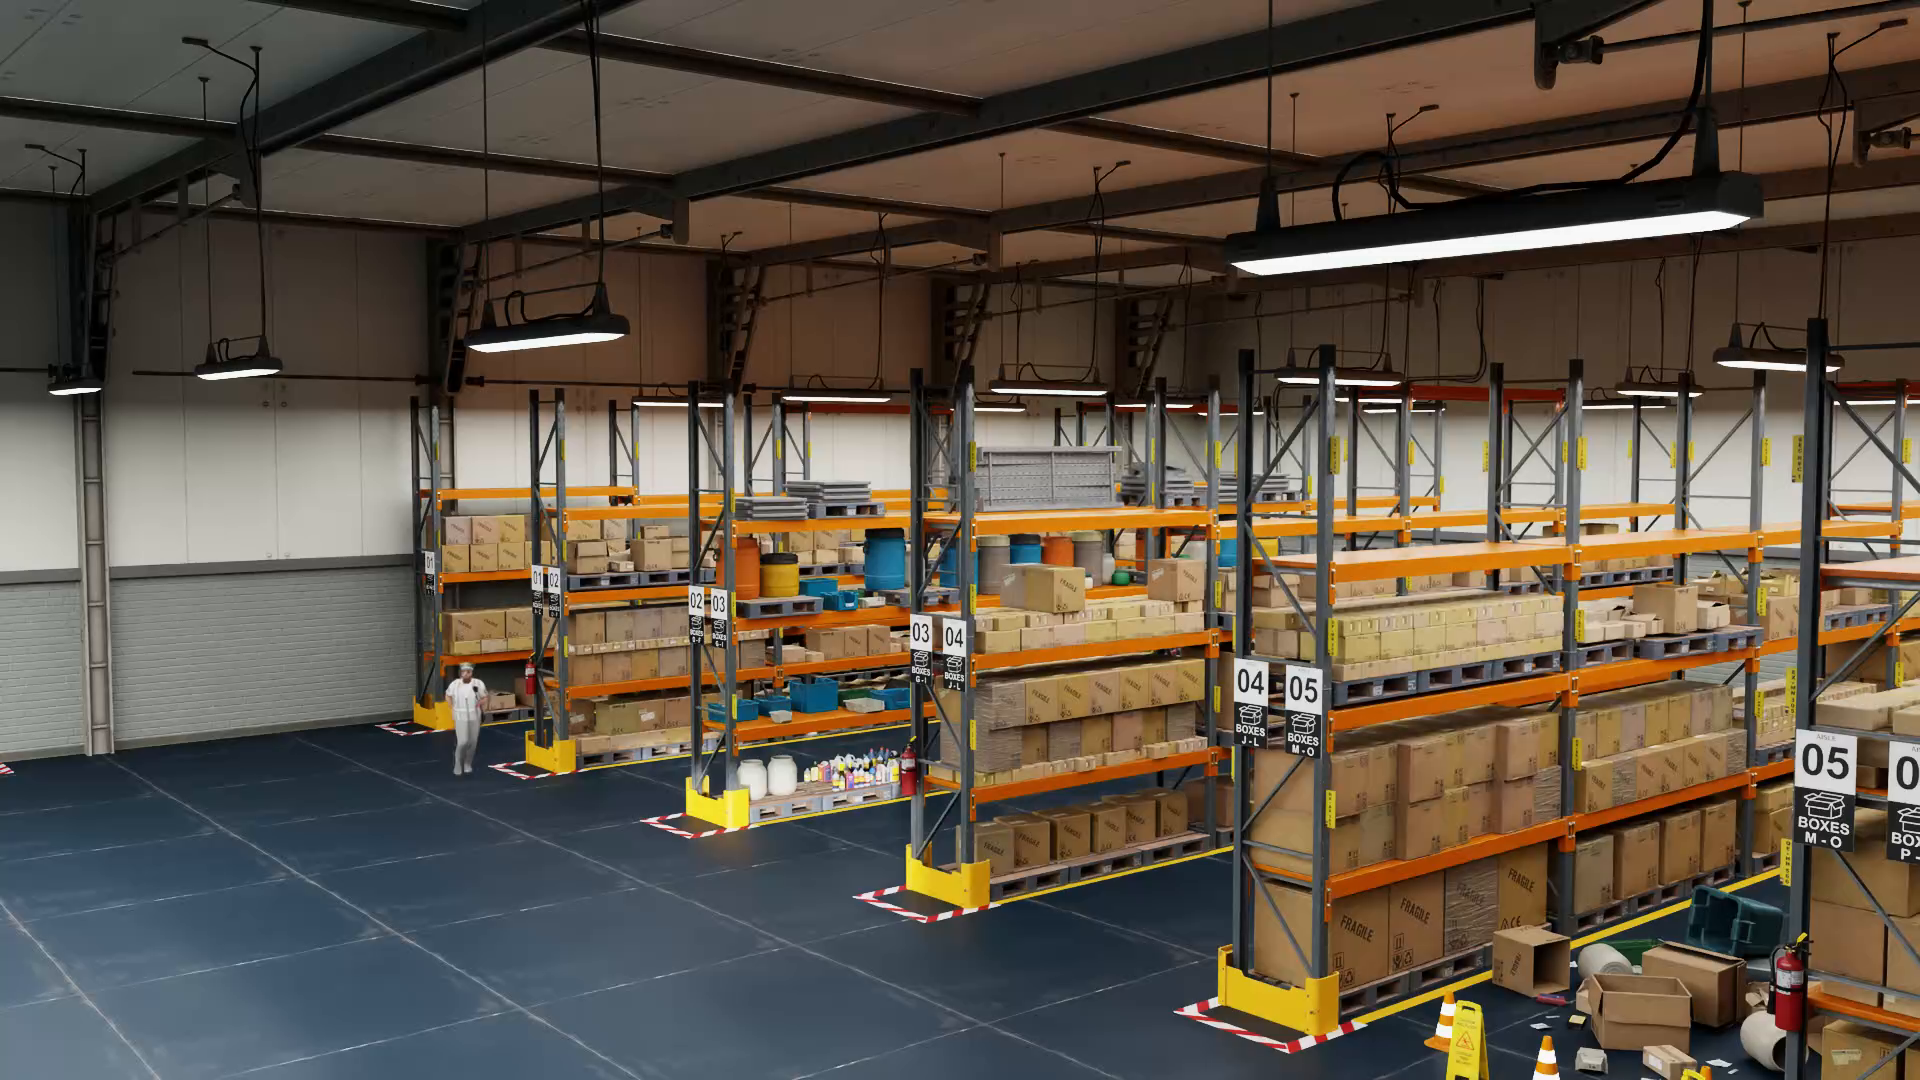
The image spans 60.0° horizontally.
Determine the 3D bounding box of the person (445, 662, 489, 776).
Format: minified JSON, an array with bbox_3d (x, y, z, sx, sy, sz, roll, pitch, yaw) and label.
[{"bbox_3d":[-7.613,2.777,25.748,0.632,1.798,0.684,-1,4,-22],"label":"person"}]
